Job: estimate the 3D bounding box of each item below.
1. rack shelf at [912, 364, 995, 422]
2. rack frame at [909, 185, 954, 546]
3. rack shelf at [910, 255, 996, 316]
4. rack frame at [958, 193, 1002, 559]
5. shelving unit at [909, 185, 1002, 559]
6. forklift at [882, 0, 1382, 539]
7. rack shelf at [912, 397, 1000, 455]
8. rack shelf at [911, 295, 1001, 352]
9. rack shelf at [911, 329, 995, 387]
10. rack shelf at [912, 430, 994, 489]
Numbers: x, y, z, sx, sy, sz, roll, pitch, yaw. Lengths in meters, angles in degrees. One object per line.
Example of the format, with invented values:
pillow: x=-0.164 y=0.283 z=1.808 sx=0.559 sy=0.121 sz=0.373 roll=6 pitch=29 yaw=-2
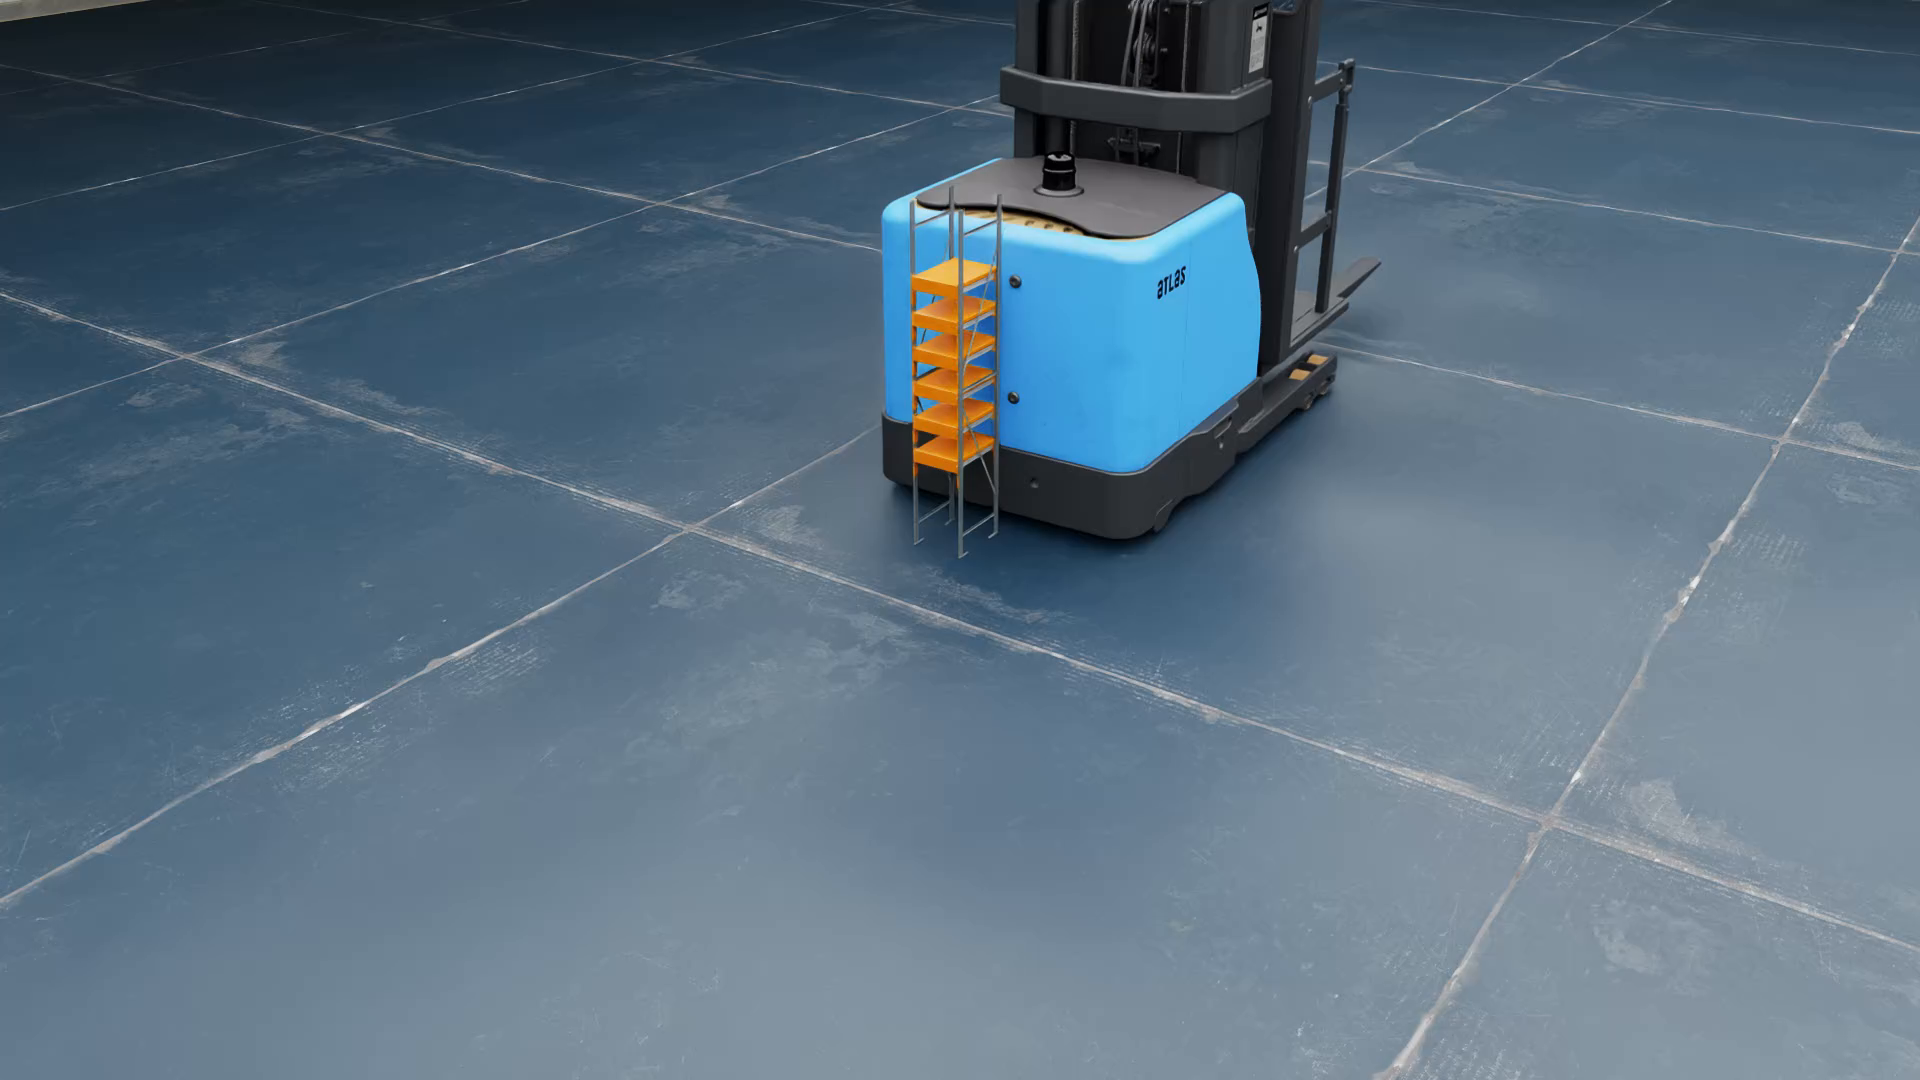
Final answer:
rack shelf: x=-0.013 y=-0.498 z=5.504 sx=0.180 sy=0.103 sz=0.258 roll=17 pitch=31 yaw=30
rack frame: x=-0.089 y=-0.561 z=5.529 sx=0.006 sy=1.200 sz=0.240 roll=17 pitch=31 yaw=30
rack shelf: x=-0.013 y=-0.819 z=5.341 sx=0.180 sy=0.103 sz=0.258 roll=17 pitch=31 yaw=30
rack frame: x=0.063 y=-0.515 z=5.439 sx=0.006 sy=1.200 sz=0.240 roll=17 pitch=31 yaw=30
shelving unit: x=-0.013 y=-0.538 z=5.484 sx=0.189 sy=1.200 sz=0.258 roll=17 pitch=31 yaw=30
forklift: x=0.918 y=-1.936 z=6.322 sx=1.130 sy=2.935 sz=3.031 roll=16 pitch=31 yaw=28
rack shelf: x=-0.013 y=-0.391 z=5.558 sx=0.180 sy=0.103 sz=0.258 roll=17 pitch=31 yaw=30
rack shelf: x=-0.013 y=-0.712 z=5.395 sx=0.180 sy=0.103 sz=0.258 roll=17 pitch=31 yaw=30
rack shelf: x=-0.013 y=-0.605 z=5.450 sx=0.180 sy=0.103 sz=0.258 roll=17 pitch=31 yaw=30
rack shelf: x=-0.013 y=-0.284 z=5.613 sx=0.180 sy=0.103 sz=0.258 roll=17 pitch=31 yaw=30
